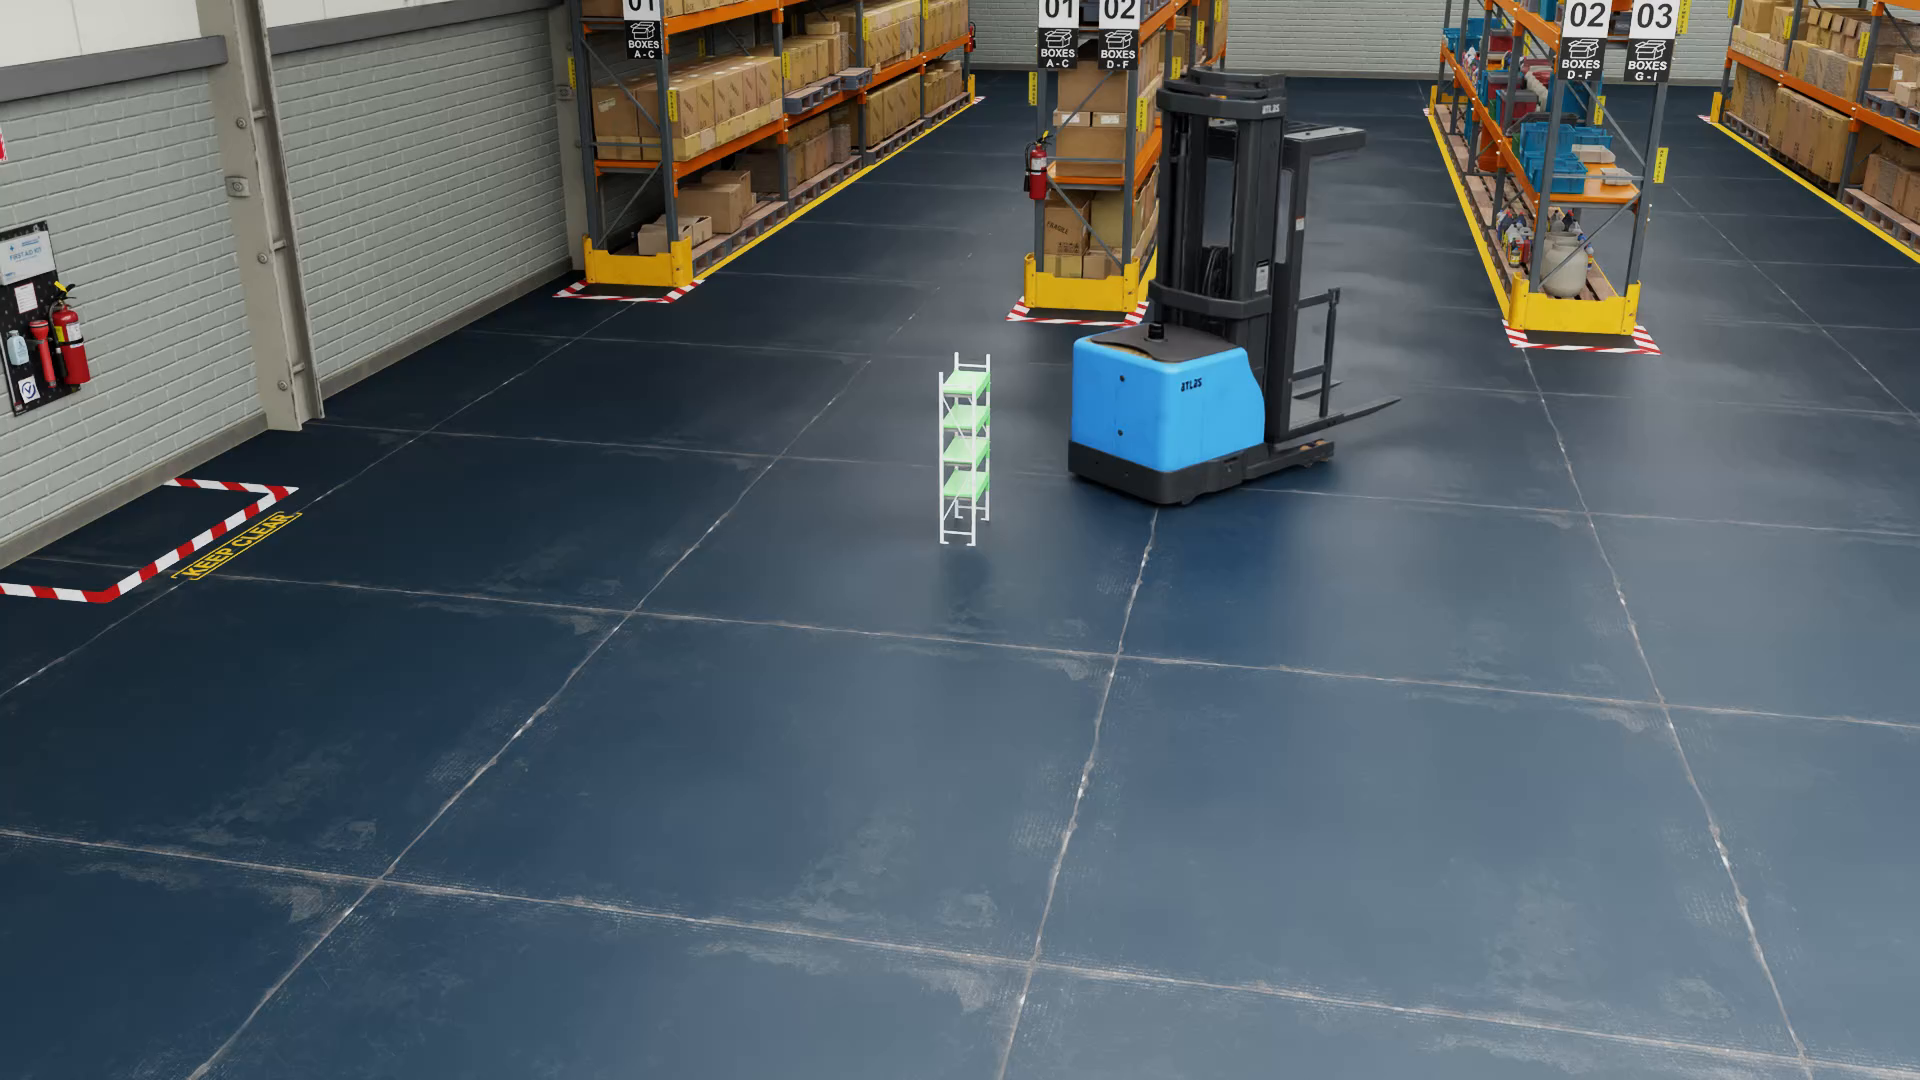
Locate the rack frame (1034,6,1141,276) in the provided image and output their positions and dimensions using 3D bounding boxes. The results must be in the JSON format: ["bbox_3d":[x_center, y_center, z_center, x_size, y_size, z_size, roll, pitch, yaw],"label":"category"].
[{"bbox_3d":[1.274,-3.860,16.922,1.000,3.000,0.127,4,22,11],"label":"rack frame"}]

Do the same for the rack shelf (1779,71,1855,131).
[{"bbox_3d":[13.012,-6.427,24.259,1.077,0.370,4.000,4,22,11],"label":"rack shelf"}]

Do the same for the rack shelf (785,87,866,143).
[{"bbox_3d":[-2.352,-6.097,23.440,1.077,0.370,4.000,4,22,11],"label":"rack shelf"}]

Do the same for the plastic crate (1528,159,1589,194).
[{"bbox_3d":[5.932,-3.618,16.520,0.499,0.251,0.616,4,22,11],"label":"plastic crate"}]

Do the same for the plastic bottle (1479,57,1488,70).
[{"bbox_3d":[8.064,-7.322,25.684,0.152,0.276,0.135,4,22,11],"label":"plastic bottle"}]

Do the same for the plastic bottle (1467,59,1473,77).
[{"bbox_3d":[7.817,-7.206,25.403,0.097,0.271,0.097,0,22,0],"label":"plastic bottle"}]

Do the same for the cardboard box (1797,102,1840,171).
[{"bbox_3d":[12.954,-5.815,24.058,1.225,0.875,0.875,5,22,11],"label":"cardboard box"}]

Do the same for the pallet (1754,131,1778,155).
[{"bbox_3d":[13.652,-6.471,27.138,1.003,0.211,1.213,4,22,11],"label":"pallet"}]

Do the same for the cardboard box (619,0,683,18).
[{"bbox_3d":[-3.263,-5.786,17.530,0.500,0.500,0.500,5,22,12],"label":"cardboard box"}]

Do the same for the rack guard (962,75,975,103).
[{"bbox_3d":[-0.306,-8.937,32.875,1.175,0.500,0.348,4,22,11],"label":"rack guard"}]

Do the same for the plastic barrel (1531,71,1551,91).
[{"bbox_3d":[7.587,-5.767,21.475,0.433,0.535,0.433,0,22,0],"label":"plastic barrel"}]

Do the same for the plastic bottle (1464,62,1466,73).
[{"bbox_3d":[7.959,-7.427,26.047,0.097,0.201,0.097,0,22,0],"label":"plastic bottle"}]

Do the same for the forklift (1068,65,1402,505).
[{"bbox_3d":[2.260,-2.047,12.512,3.031,2.935,1.130,-18,28,-37],"label":"forklift"}]

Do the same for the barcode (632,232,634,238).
[{"bbox_3d":[-3.735,-3.481,18.979,0.001,0.075,0.075,4,22,11],"label":"barcode"}]

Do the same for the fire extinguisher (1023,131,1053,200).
[{"bbox_3d":[0.795,-3.816,16.918,0.296,0.674,0.183,4,22,11],"label":"fire extinguisher"}]

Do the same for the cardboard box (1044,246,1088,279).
[{"bbox_3d":[1.094,-2.998,17.901,0.500,0.250,0.500,4,22,11],"label":"cardboard box"}]

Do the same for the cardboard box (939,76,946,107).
[{"bbox_3d":[-0.662,-8.297,30.723,0.700,0.500,0.500,5,22,12],"label":"cardboard box"}]

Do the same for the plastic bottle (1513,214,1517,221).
[{"bbox_3d":[6.510,-3.677,19.514,0.061,0.283,0.133,4,22,11],"label":"plastic bottle"}]

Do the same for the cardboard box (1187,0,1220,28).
[{"bbox_3d":[4.094,-8.910,27.989,0.500,0.500,0.500,5,22,12],"label":"cardboard box"}]

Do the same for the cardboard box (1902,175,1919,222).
[{"bbox_3d":[12.163,-4.211,20.552,0.700,0.500,0.500,3,22,6],"label":"cardboard box"}]

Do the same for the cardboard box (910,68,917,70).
[{"bbox_3d":[-0.887,-8.570,30.534,0.380,0.149,0.250,5,22,11],"label":"cardboard box"}]

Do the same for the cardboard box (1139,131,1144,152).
[{"bbox_3d":[1.695,-4.642,18.732,0.700,0.500,0.500,5,23,13],"label":"cardboard box"}]

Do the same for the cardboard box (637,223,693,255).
[{"bbox_3d":[-3.347,-3.439,18.888,0.500,0.311,0.500,2,22,5],"label":"cardboard box"}]

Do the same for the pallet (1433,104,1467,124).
[{"bbox_3d":[9.181,-7.740,30.290,1.003,0.211,1.213,4,22,11],"label":"pallet"}]

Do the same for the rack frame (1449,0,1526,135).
[{"bbox_3d":[8.571,-7.870,26.879,1.000,3.000,0.127,4,22,11],"label":"rack frame"}]

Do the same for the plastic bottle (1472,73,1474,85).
[{"bbox_3d":[7.628,-6.834,24.573,0.097,0.201,0.097,0,22,0],"label":"plastic bottle"}]

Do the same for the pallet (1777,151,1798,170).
[{"bbox_3d":[13.336,-5.911,25.747,1.003,0.211,1.213,4,22,11],"label":"pallet"}]

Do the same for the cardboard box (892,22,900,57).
[{"bbox_3d":[-1.277,-8.077,26.835,0.500,0.500,0.500,5,22,12],"label":"cardboard box"}]

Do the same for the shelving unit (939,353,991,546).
[{"bbox_3d":[0.034,-0.617,11.280,0.258,1.200,0.503,4,22,11],"label":"shelving unit"}]

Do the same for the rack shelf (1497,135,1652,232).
[{"bbox_3d":[6.531,-3.879,17.932,1.077,0.370,4.000,4,22,11],"label":"rack shelf"}]

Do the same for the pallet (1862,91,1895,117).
[{"bbox_3d":[12.563,-5.671,21.677,1.213,0.211,1.003,4,22,11],"label":"pallet"}]

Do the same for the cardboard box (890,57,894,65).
[{"bbox_3d":[-1.287,-7.815,27.052,0.380,0.149,0.250,5,23,13],"label":"cardboard box"}]

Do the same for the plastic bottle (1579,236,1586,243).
[{"bbox_3d":[6.888,-3.221,18.399,0.097,0.271,0.097,0,22,0],"label":"plastic bottle"}]

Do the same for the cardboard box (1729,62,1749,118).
[{"bbox_3d":[14.184,-7.924,29.295,0.875,0.875,0.875,4,22,11],"label":"cardboard box"}]

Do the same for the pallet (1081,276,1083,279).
[{"bbox_3d":[1.389,-2.849,18.146,1.003,0.211,1.213,4,22,11],"label":"pallet"}]

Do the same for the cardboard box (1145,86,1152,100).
[{"bbox_3d":[1.984,-5.090,18.975,0.380,0.149,0.250,5,22,12],"label":"cardboard box"}]

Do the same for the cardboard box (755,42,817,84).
[{"bbox_3d":[-2.398,-6.580,22.954,0.700,0.500,0.500,8,23,18],"label":"cardboard box"}]

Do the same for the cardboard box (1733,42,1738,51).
[{"bbox_3d":[13.790,-8.640,29.127,0.380,0.149,0.250,4,22,10],"label":"cardboard box"}]

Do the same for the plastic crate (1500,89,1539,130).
[{"bbox_3d":[6.738,-5.174,20.100,0.402,0.464,0.583,4,22,11],"label":"plastic crate"}]

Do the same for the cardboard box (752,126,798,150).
[{"bbox_3d":[-2.539,-5.523,22.806,0.500,0.250,0.500,4,22,10],"label":"cardboard box"}]

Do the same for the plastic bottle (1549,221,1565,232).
[{"bbox_3d":[6.900,-3.559,19.232,0.152,0.276,0.135,4,22,11],"label":"plastic bottle"}]

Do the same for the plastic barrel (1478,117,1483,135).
[{"bbox_3d":[8.069,-6.076,25.091,0.600,0.588,0.708,4,22,11],"label":"plastic barrel"}]

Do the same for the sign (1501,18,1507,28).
[{"bbox_3d":[9.929,-9.372,30.391,0.100,0.325,0.005,4,22,11],"label":"sign"}]

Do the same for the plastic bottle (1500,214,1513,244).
[{"bbox_3d":[6.329,-3.587,19.201,0.144,0.351,0.185,4,22,9],"label":"plastic bottle"}]

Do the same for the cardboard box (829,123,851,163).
[{"bbox_3d":[-2.040,-5.939,24.842,0.700,0.500,0.500,5,22,12],"label":"cardboard box"}]

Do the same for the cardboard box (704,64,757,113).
[{"bbox_3d":[-2.763,-5.424,19.976,0.500,0.500,0.500,4,22,9],"label":"cardboard box"}]

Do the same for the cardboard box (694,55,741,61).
[{"bbox_3d":[-3.060,-5.831,20.986,0.500,0.500,0.500,4,22,10],"label":"cardboard box"}]

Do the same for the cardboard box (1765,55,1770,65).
[{"bbox_3d":[13.319,-7.794,27.027,0.380,0.149,0.250,5,22,12],"label":"cardboard box"}]

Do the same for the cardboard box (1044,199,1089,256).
[{"bbox_3d":[1.092,-3.346,17.761,0.500,0.500,0.500,4,22,11],"label":"cardboard box"}]

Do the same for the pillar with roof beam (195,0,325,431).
[{"bbox_3d":[-1.290,-4.818,11.272,9.100,9.000,0.400,4,22,11],"label":"pillar with roof beam"}]

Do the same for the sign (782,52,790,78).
[{"bbox_3d":[-2.227,-6.062,21.232,0.100,0.325,0.005,4,22,11],"label":"sign"}]

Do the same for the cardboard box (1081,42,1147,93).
[{"bbox_3d":[1.699,-5.258,18.522,0.700,0.500,0.500,4,22,11],"label":"cardboard box"}]

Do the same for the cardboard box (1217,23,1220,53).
[{"bbox_3d":[4.195,-8.648,28.678,0.500,0.500,0.500,5,22,12],"label":"cardboard box"}]

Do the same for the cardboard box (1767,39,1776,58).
[{"bbox_3d":[13.356,-7.931,26.834,0.500,0.250,0.500,5,23,13],"label":"cardboard box"}]

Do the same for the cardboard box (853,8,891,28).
[{"bbox_3d":[-1.392,-8.230,26.210,0.500,0.250,0.500,5,22,11],"label":"cardboard box"}]

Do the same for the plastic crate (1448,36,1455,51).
[{"bbox_3d":[8.685,-8.626,28.901,0.416,0.233,0.300,4,22,11],"label":"plastic crate"}]

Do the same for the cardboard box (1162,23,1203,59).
[{"bbox_3d":[3.423,-7.839,26.106,0.700,0.500,0.500,-1,22,-3],"label":"cardboard box"}]

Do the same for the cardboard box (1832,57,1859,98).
[{"bbox_3d":[12.569,-6.457,23.237,0.500,0.500,0.500,4,22,10],"label":"cardboard box"}]
